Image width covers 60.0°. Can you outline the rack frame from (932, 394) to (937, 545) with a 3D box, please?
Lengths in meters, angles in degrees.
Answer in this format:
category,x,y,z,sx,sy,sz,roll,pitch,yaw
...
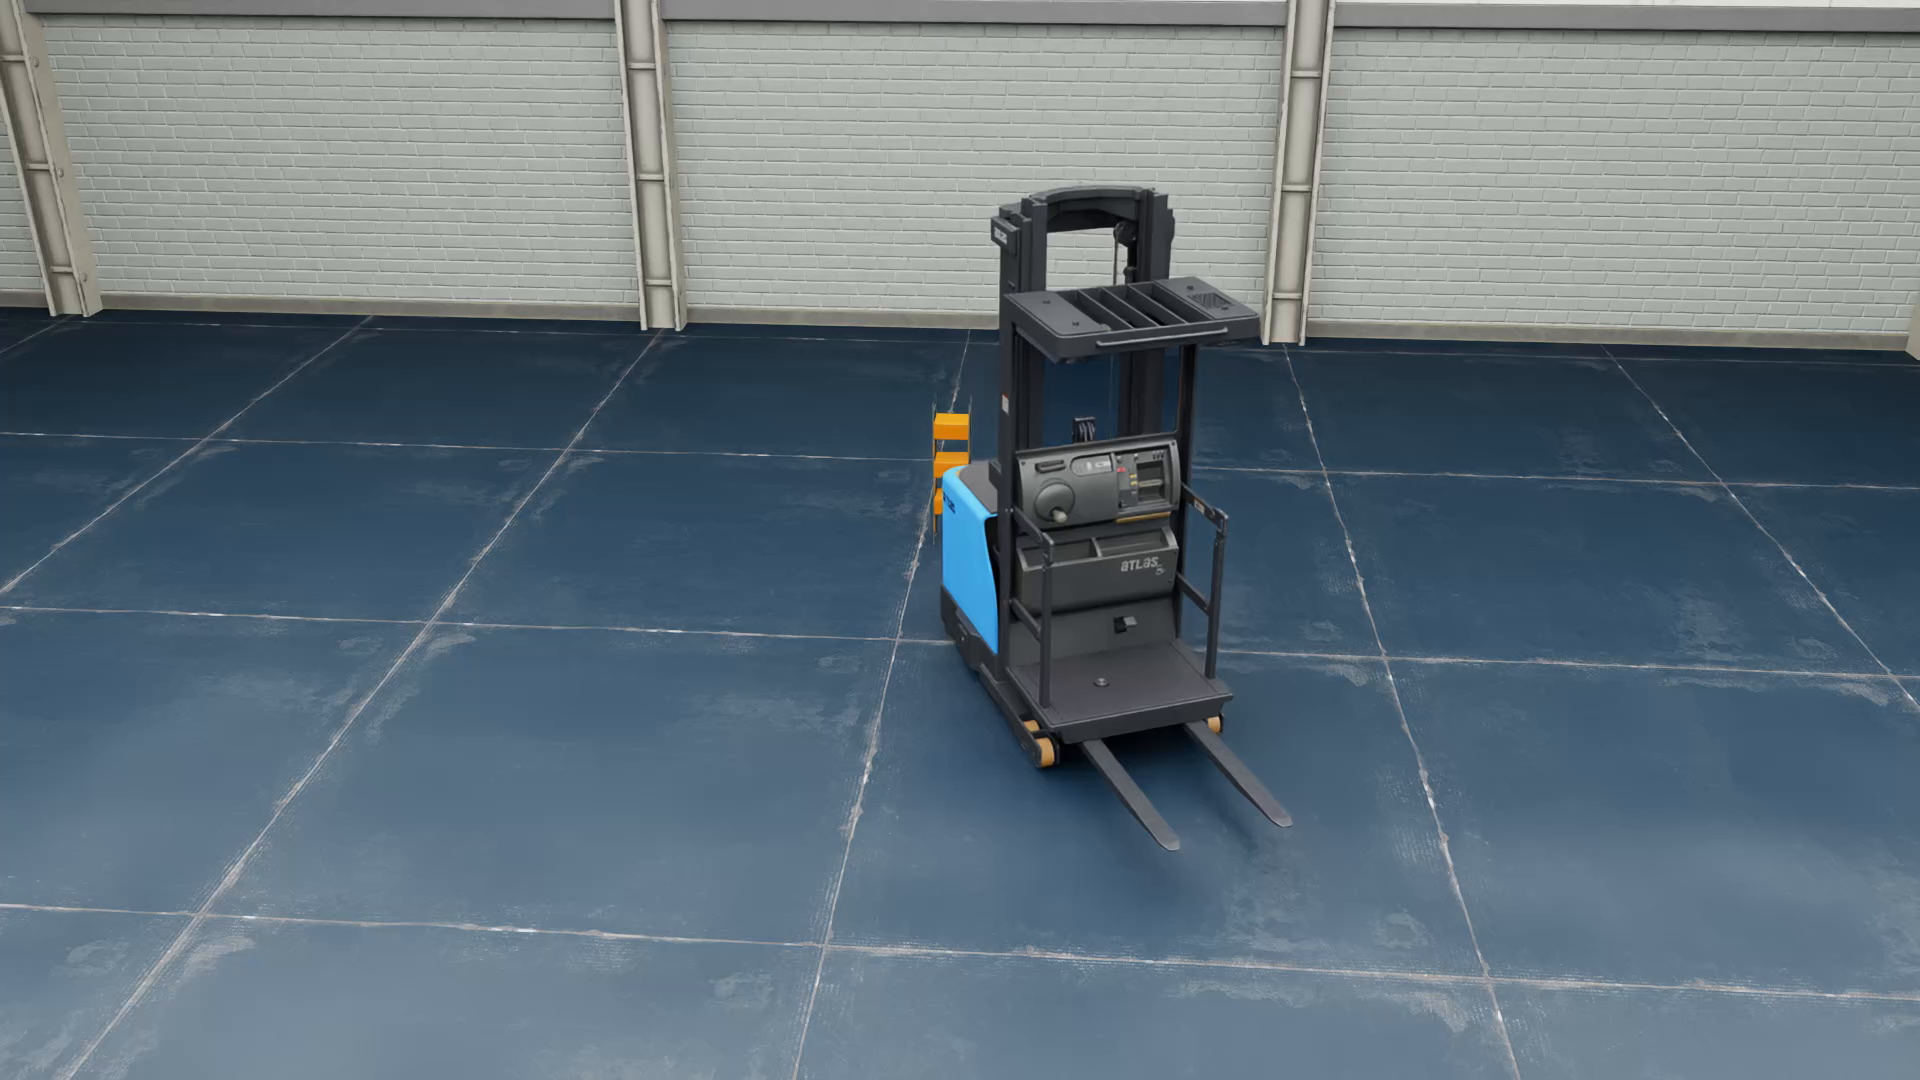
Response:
category,x,y,z,sx,sy,sz,roll,pitch,yaw
rack frame,-0.175,-0.483,11.543,0.008,1.050,0.200,2,25,4

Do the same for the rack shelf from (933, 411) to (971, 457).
category,x,y,z,sx,sy,sz,roll,pitch,yaw
rack shelf,-0.053,-0.727,11.420,0.240,0.259,0.215,2,25,4

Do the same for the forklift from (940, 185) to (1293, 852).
category,x,y,z,sx,sy,sz,roll,pitch,yaw
forklift,0.834,-0.281,8.855,1.130,2.935,3.031,-8,26,-17

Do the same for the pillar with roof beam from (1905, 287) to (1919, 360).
category,x,y,z,sx,sy,sz,roll,pitch,yaw
pillar with roof beam,8.735,-4.015,9.709,0.400,9.000,9.100,2,25,4

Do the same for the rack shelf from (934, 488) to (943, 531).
category,x,y,z,sx,sy,sz,roll,pitch,yaw
rack shelf,-0.053,-0.217,11.655,0.240,0.259,0.215,2,25,4

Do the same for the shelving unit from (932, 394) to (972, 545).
category,x,y,z,sx,sy,sz,roll,pitch,yaw
shelving unit,-0.053,-0.479,11.534,0.252,1.050,0.215,2,25,4

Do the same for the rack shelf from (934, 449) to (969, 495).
category,x,y,z,sx,sy,sz,roll,pitch,yaw
rack shelf,-0.053,-0.469,11.539,0.240,0.259,0.215,2,25,4

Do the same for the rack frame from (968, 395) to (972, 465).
category,x,y,z,sx,sy,sz,roll,pitch,yaw
rack frame,0.068,-0.475,11.526,0.008,1.050,0.200,2,25,4

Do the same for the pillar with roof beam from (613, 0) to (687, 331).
category,x,y,z,sx,sy,sz,roll,pitch,yaw
pillar with roof beam,-3.229,-4.399,10.544,0.400,9.000,9.100,2,25,4

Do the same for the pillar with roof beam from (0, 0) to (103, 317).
category,x,y,z,sx,sy,sz,roll,pitch,yaw
pillar with roof beam,-9.212,-4.591,10.961,0.400,9.000,9.100,2,25,4

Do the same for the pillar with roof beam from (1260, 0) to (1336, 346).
category,x,y,z,sx,sy,sz,roll,pitch,yaw
pillar with roof beam,2.753,-4.207,10.127,0.400,9.000,9.100,2,25,4
